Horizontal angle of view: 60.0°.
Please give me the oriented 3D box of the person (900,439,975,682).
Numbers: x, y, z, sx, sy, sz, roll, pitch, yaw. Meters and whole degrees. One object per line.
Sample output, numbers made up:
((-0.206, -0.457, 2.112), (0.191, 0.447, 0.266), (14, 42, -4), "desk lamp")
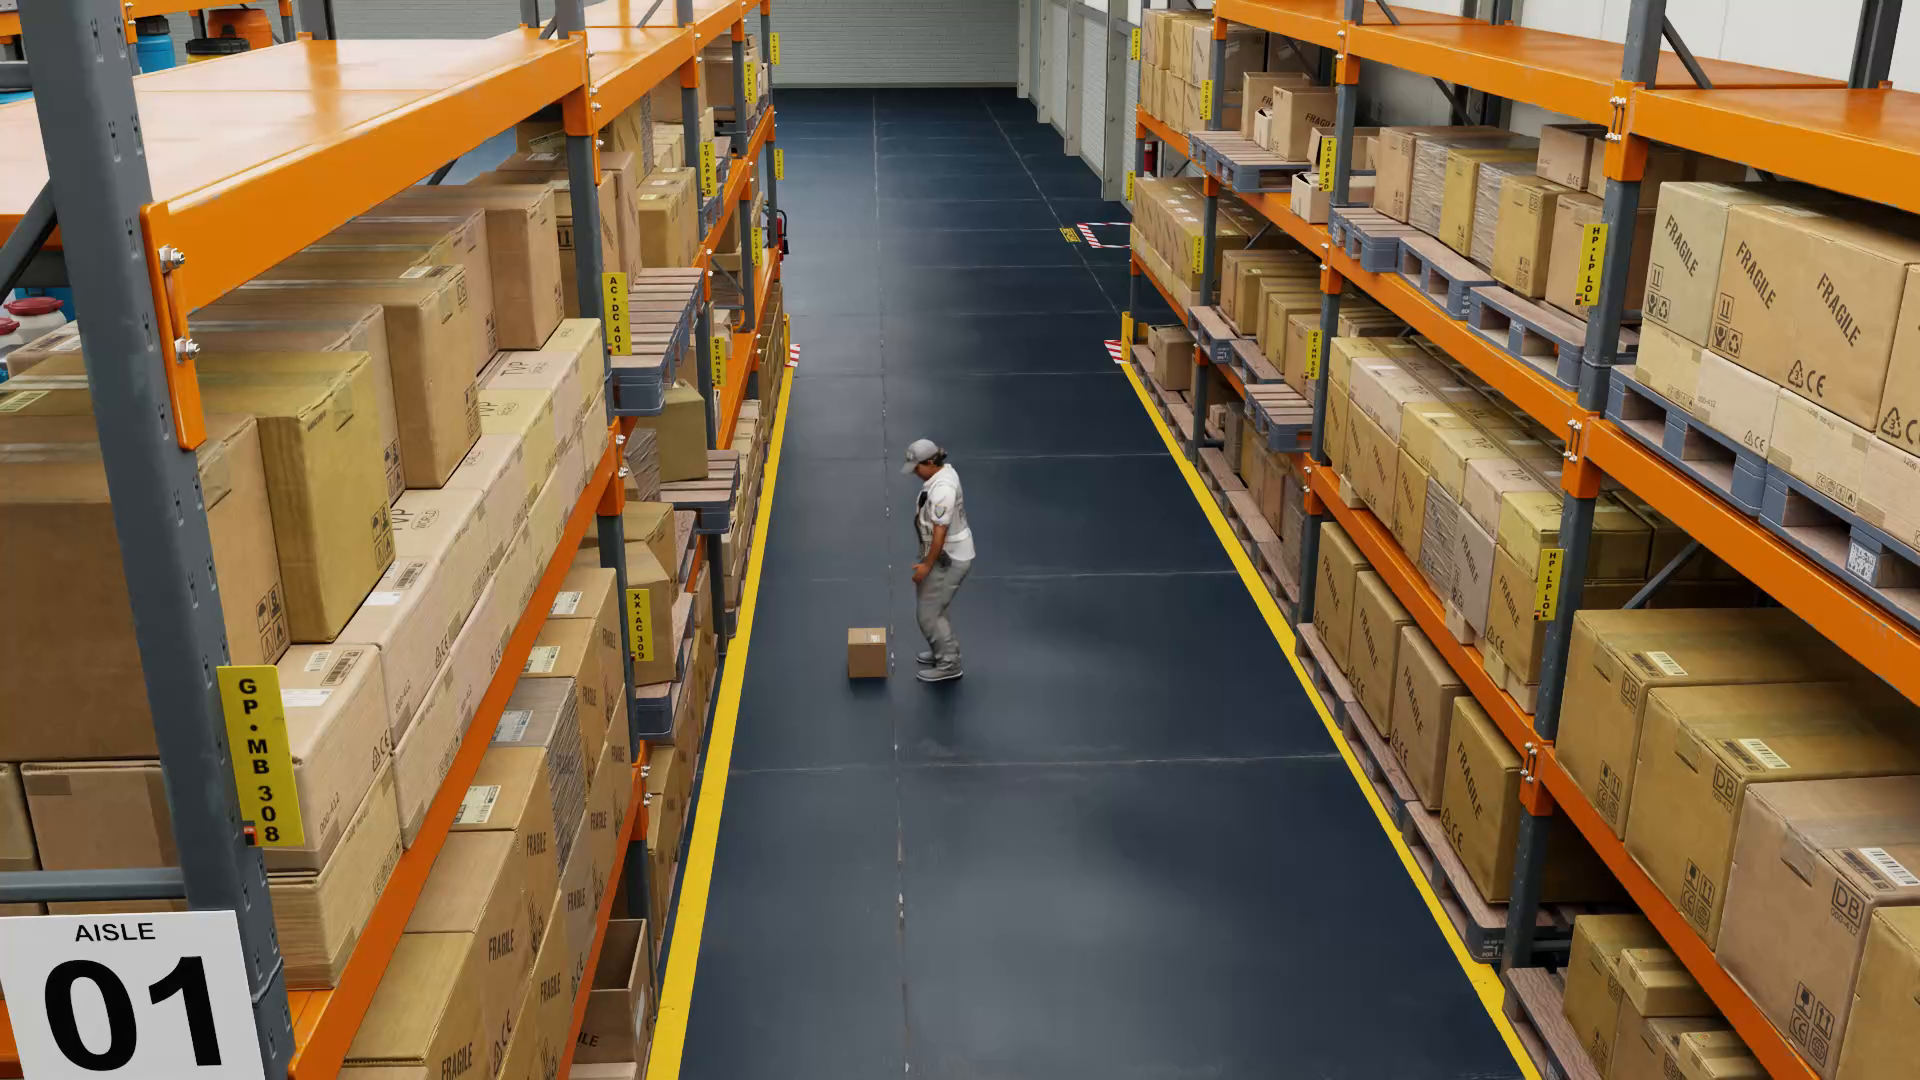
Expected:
((-0.142, 0.123, 10.830), (0.479, 1.620, 0.496), (-1, 21, -2), "person")
